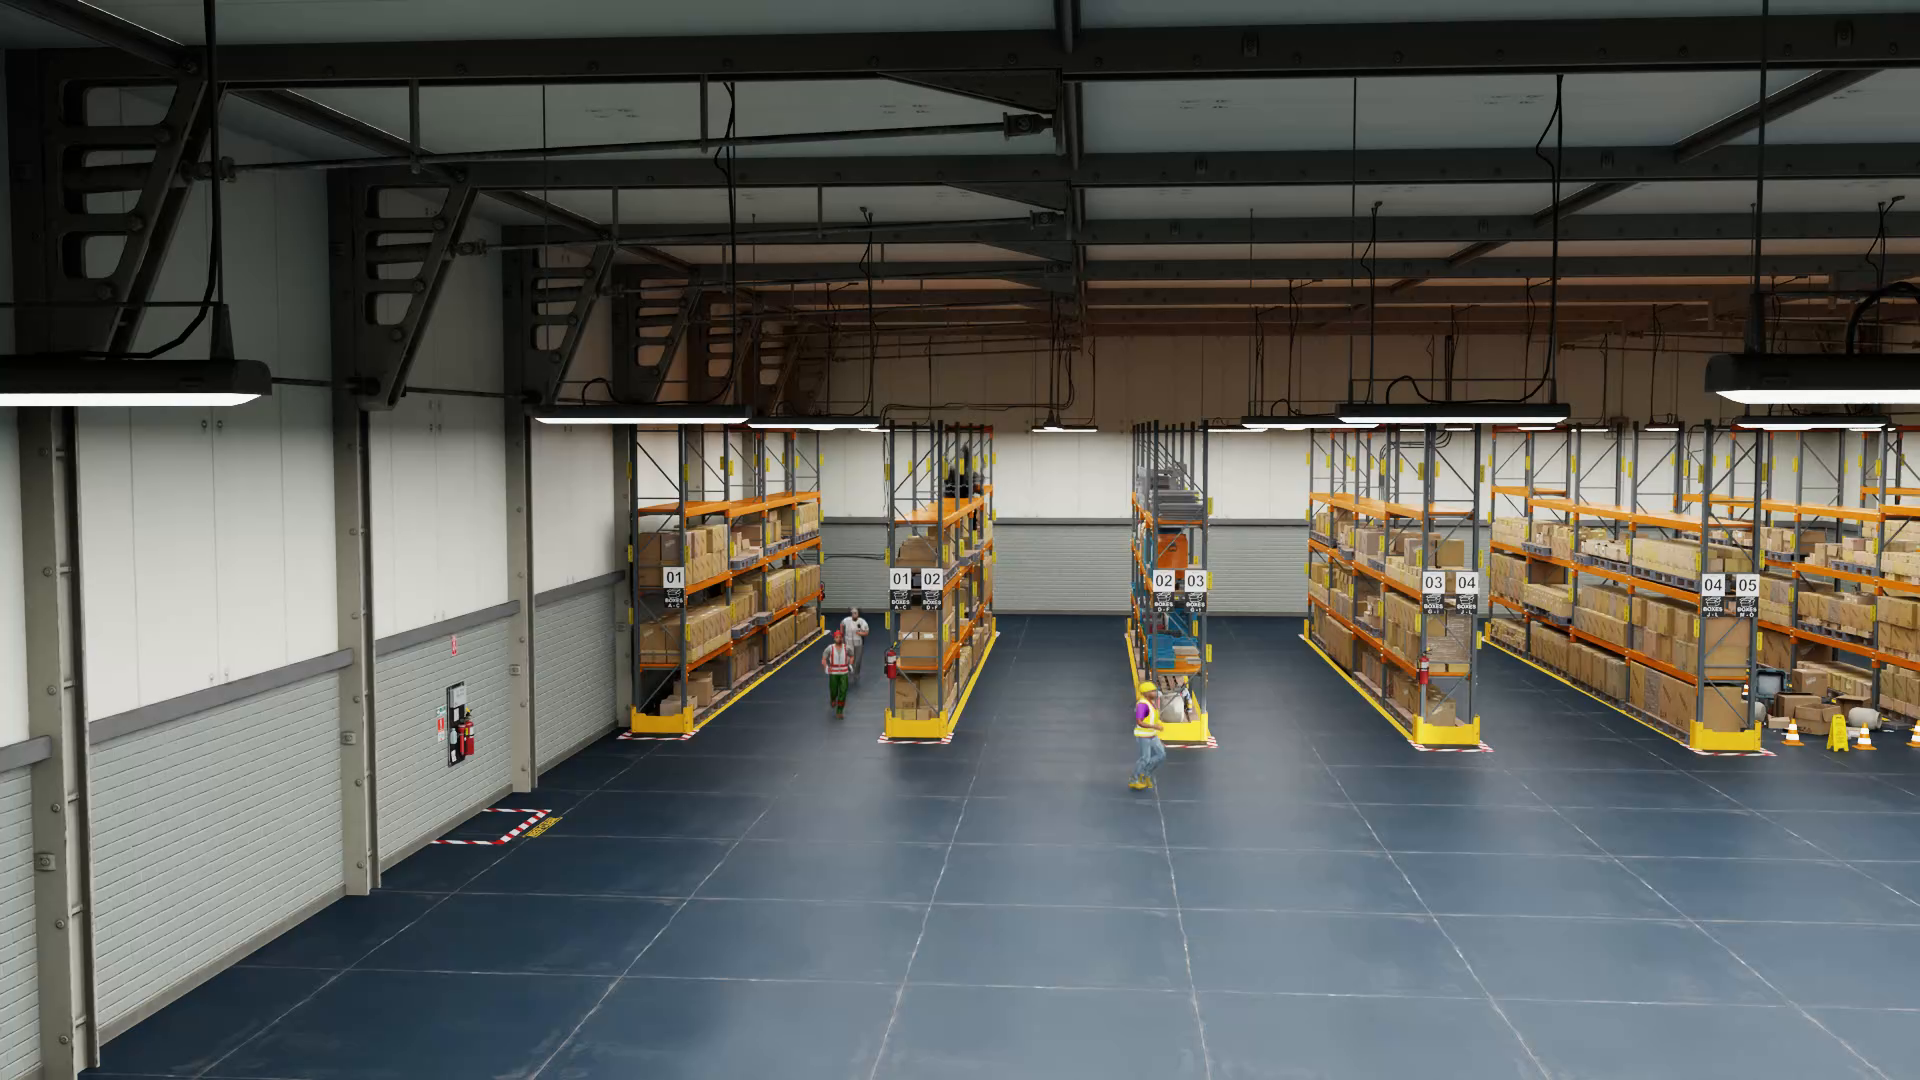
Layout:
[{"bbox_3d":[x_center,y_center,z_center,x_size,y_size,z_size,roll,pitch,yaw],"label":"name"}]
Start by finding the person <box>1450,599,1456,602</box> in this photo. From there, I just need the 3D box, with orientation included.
[{"bbox_3d":[13.213,2.066,43.938,0.683,1.759,0.680,1,4,10],"label":"person"}]

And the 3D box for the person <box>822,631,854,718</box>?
[{"bbox_3d":[-2.464,2.711,33.810,0.667,1.749,0.745,-1,4,-12],"label":"person"}]

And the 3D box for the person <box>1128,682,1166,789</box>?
[{"bbox_3d":[3.031,3.155,26.760,0.670,1.751,0.666,2,4,28],"label":"person"}]

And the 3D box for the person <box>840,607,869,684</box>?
[{"bbox_3d":[-2.445,2.423,38.365,0.677,1.805,0.854,0,4,3],"label":"person"}]
